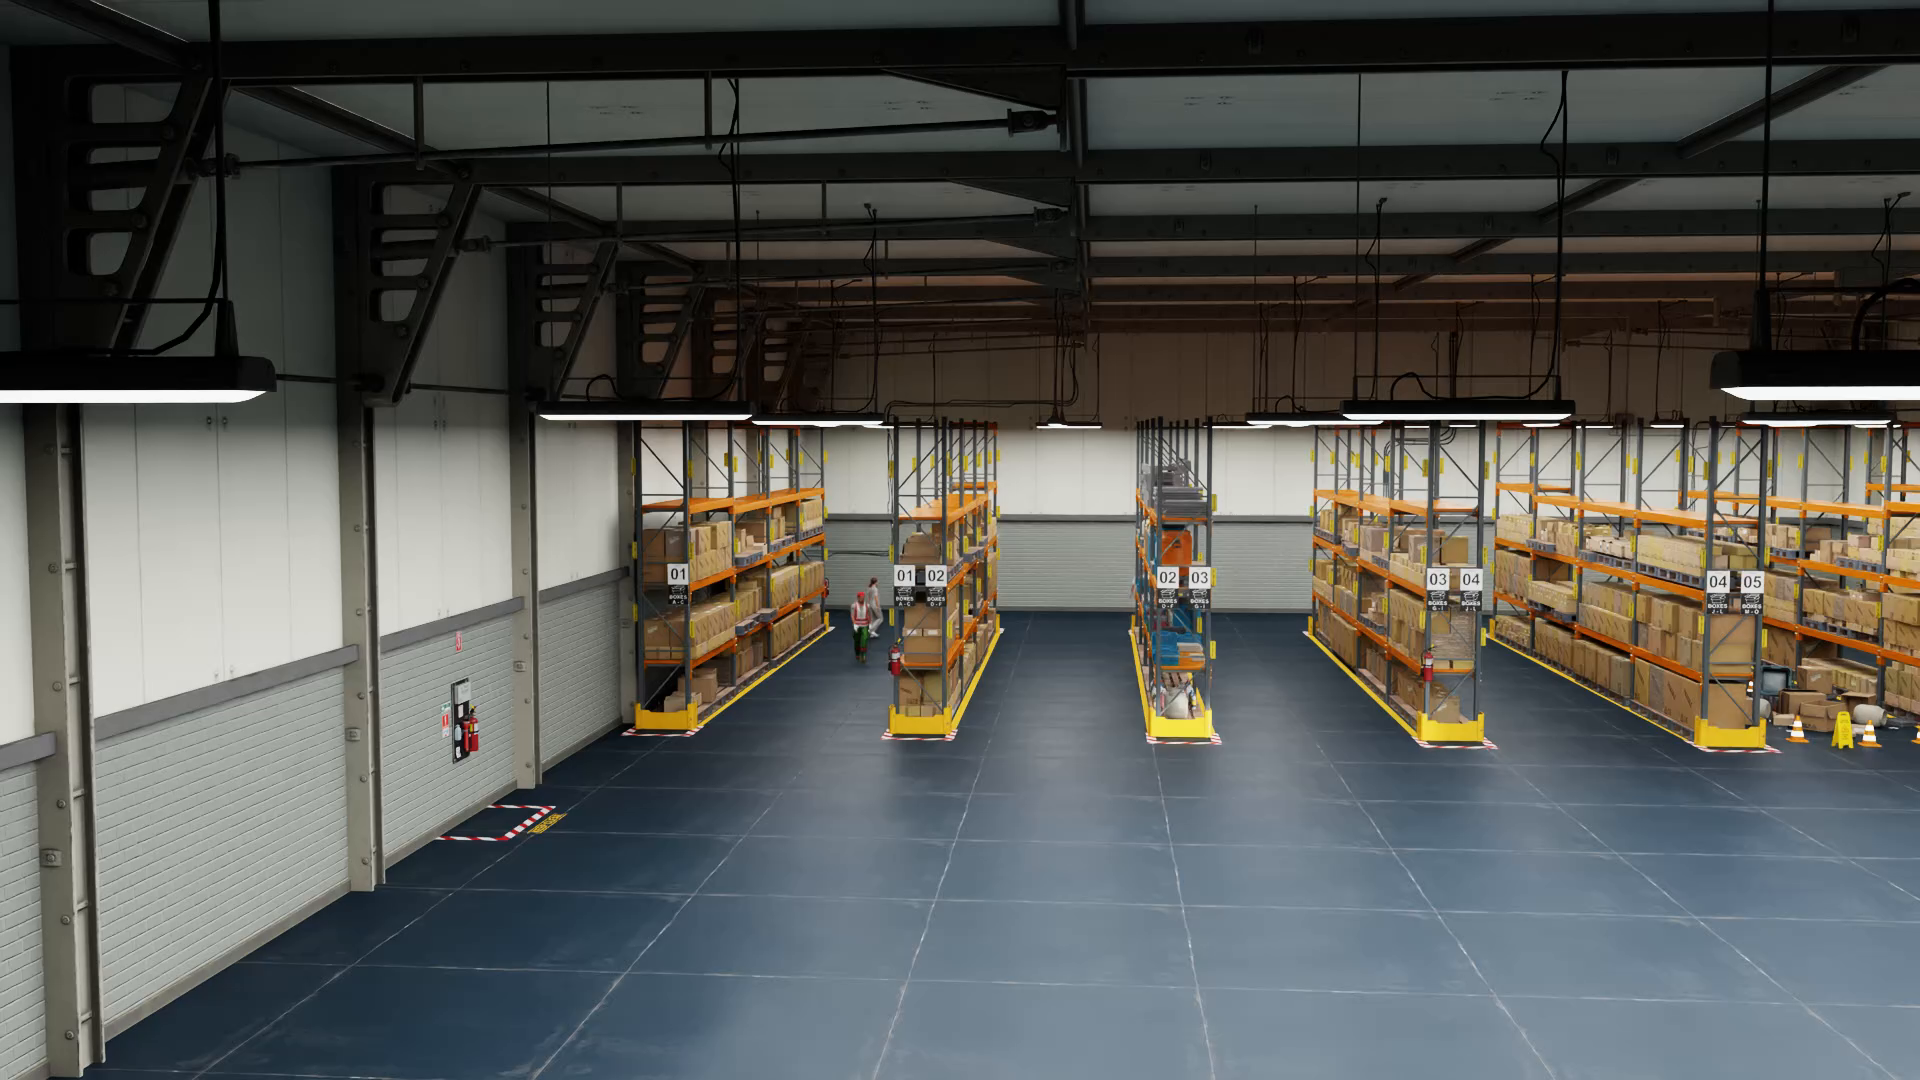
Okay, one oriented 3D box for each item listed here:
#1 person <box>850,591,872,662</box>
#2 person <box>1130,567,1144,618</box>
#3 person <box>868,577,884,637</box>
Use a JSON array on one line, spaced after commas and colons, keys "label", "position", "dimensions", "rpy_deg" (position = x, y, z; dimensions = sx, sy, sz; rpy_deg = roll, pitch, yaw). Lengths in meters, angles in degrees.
[{"label": "person", "position": [-2.444, 2.141, 41.325], "dimensions": [0.560, 1.727, 0.995], "rpy_deg": [-1, 4, -10]}, {"label": "person", "position": [5.453, 1.602, 50.353], "dimensions": [0.462, 1.626, 1.016], "rpy_deg": [2, 4, 32]}, {"label": "person", "position": [-2.415, 1.873, 46.193], "dimensions": [0.474, 1.672, 0.474], "rpy_deg": [-2, 4, -32]}]
